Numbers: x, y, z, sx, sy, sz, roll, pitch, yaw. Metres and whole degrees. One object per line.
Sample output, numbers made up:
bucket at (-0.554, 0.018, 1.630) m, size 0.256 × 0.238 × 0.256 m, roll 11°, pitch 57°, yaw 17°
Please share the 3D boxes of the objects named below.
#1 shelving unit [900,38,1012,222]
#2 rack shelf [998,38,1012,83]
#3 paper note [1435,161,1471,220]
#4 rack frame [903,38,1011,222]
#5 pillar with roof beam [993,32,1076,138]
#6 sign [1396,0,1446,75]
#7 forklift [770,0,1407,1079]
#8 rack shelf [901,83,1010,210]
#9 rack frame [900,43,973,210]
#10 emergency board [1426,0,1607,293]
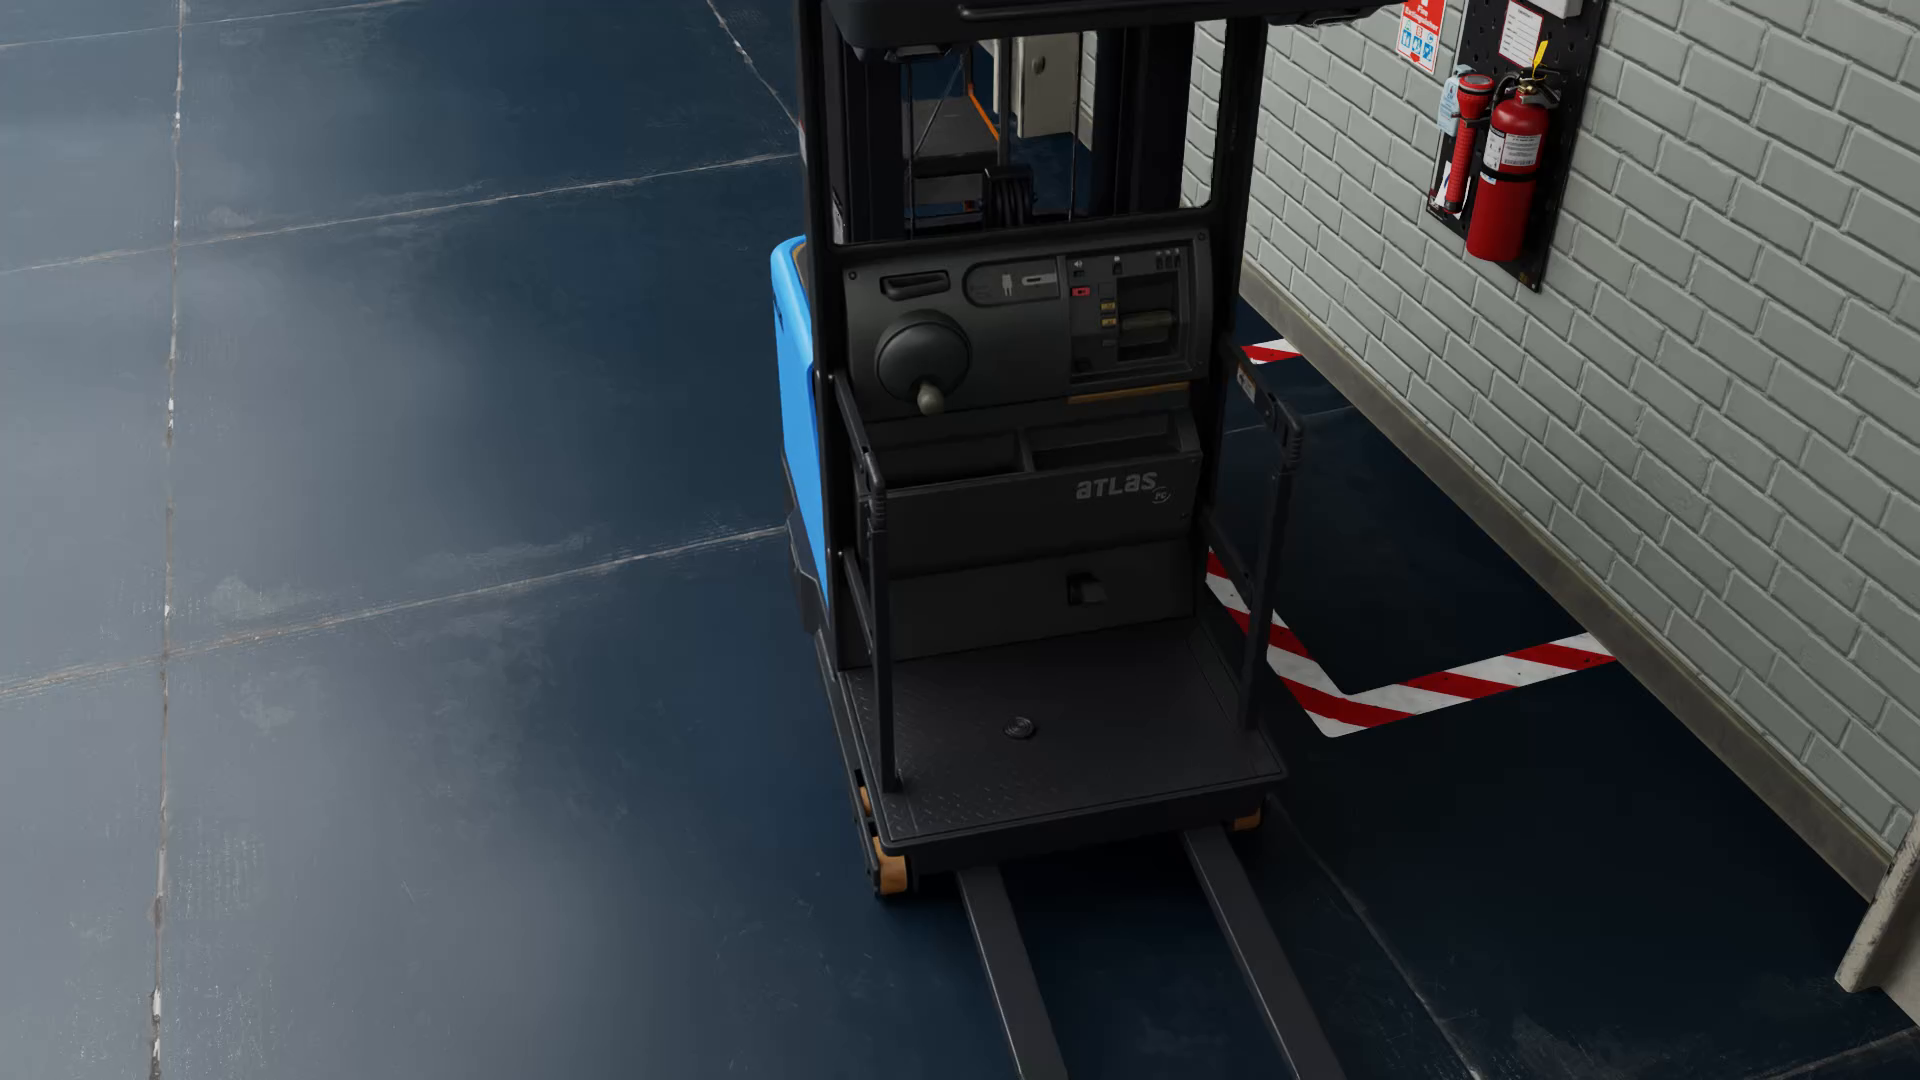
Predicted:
shelving unit at (-0.097, -1.194, 5.590) m, size 0.431 × 2.100 × 0.503 m, roll -8°, pitch 38°, yaw -11°
rack shelf at (-0.097, -1.742, 5.177) m, size 0.431 × 0.518 × 0.480 m, roll -8°, pitch 38°, yaw -11°
paper note at (1.640, -1.165, 5.536) m, size 0.016 × 0.148 × 0.142 m, roll -12°, pitch 39°, yaw -16°
rack frame at (-0.040, -1.051, 5.400) m, size 0.400 × 2.100 × 0.015 m, roll -8°, pitch 38°, yaw -11°
pillar with roof beam at (-3.656, -4.893, 4.767) m, size 9.100 × 9.000 × 0.400 m, roll -12°, pitch 39°, yaw -16°
sign at (1.542, -1.751, 5.551) m, size 0.001 × 0.329 × 0.234 m, roll -12°, pitch 39°, yaw -16°
forklift at (0.229, -0.472, 3.940) m, size 1.130 × 2.935 × 3.031 m, roll -8°, pitch 38°, yaw -11°
rack shelf at (-0.097, -1.183, 5.598) m, size 0.431 × 0.518 × 0.480 m, roll -8°, pitch 38°, yaw -11°
rack frame at (-0.153, -1.337, 5.779) m, size 0.400 × 2.100 × 0.015 m, roll -8°, pitch 38°, yaw -11°
emergency board at (1.636, -1.403, 5.119) m, size 0.194 × 1.169 × 0.643 m, roll -12°, pitch 39°, yaw -16°
